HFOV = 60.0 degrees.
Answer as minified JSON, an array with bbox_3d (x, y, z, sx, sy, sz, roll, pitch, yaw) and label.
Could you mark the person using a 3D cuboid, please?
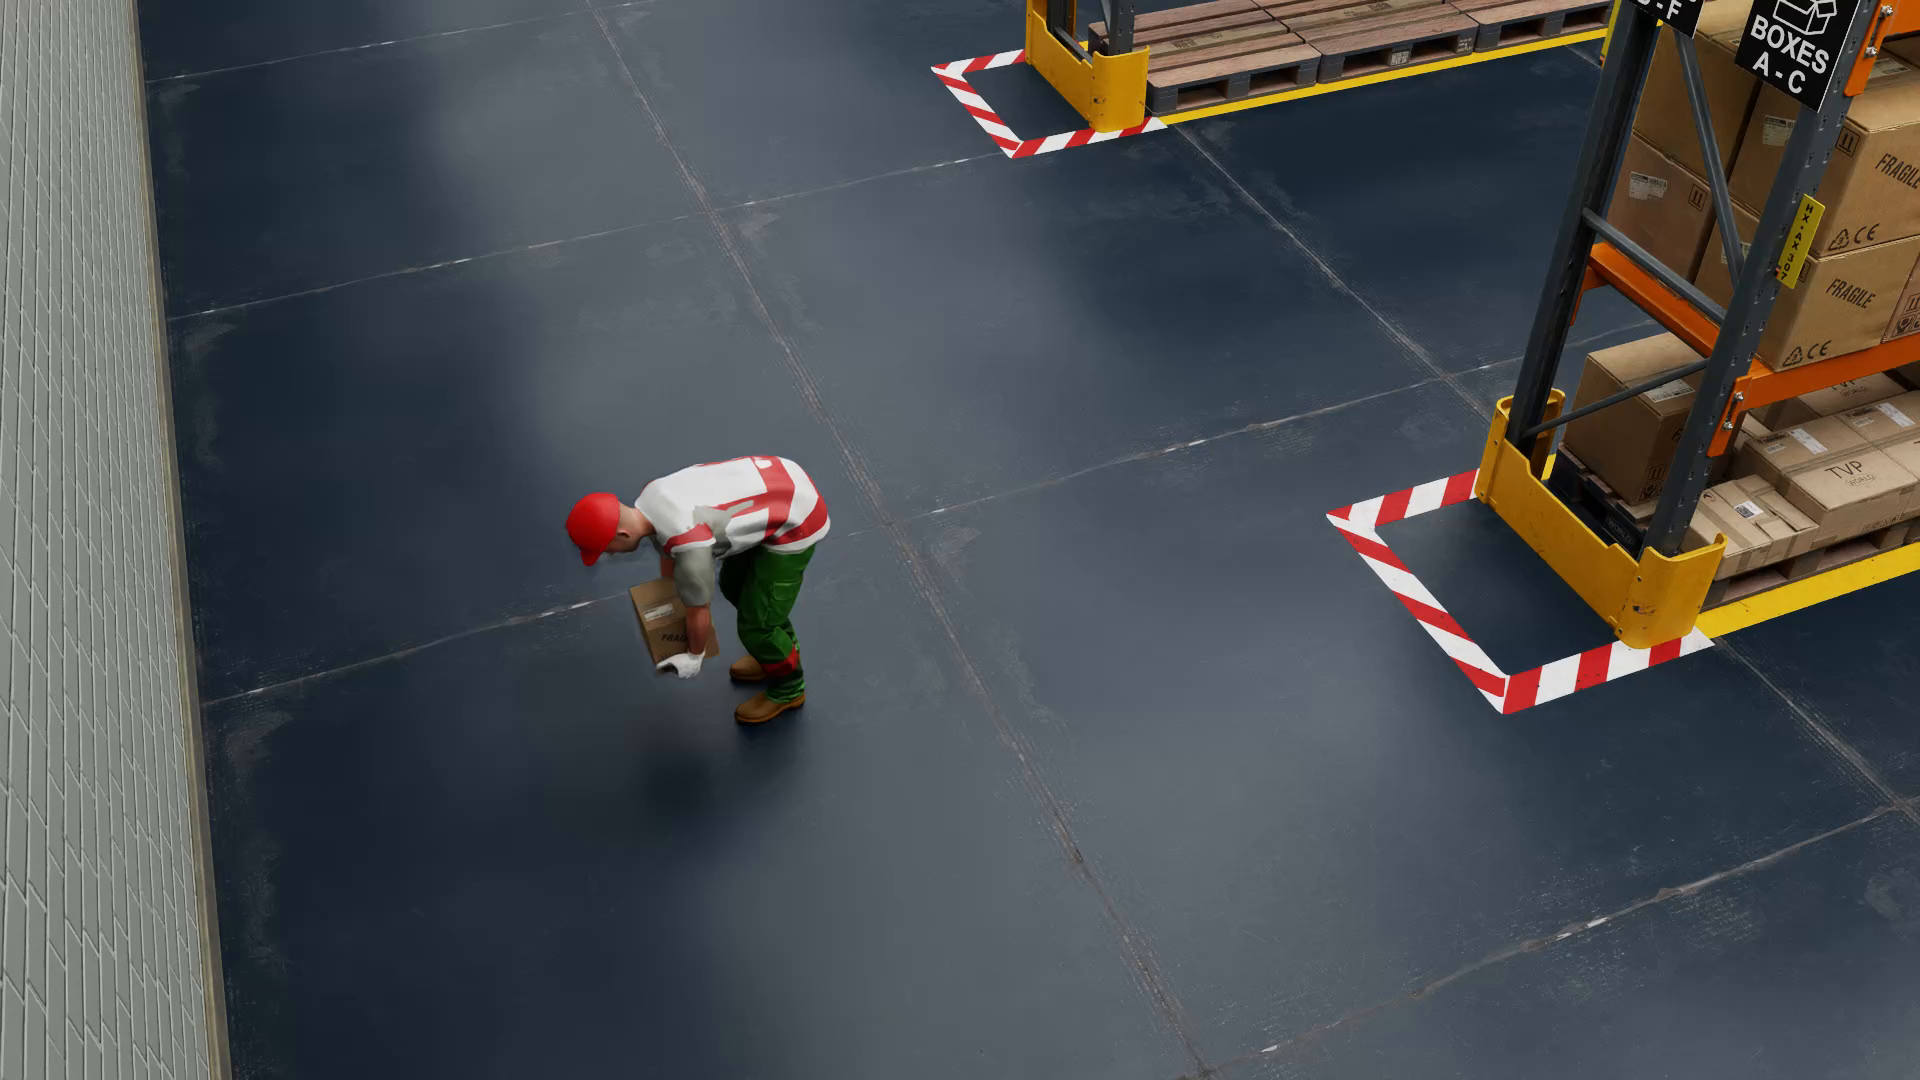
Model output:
[{"bbox_3d":[-0.956,0.207,6.335,0.949,1.218,0.486,-17,44,-18],"label":"person"}]
